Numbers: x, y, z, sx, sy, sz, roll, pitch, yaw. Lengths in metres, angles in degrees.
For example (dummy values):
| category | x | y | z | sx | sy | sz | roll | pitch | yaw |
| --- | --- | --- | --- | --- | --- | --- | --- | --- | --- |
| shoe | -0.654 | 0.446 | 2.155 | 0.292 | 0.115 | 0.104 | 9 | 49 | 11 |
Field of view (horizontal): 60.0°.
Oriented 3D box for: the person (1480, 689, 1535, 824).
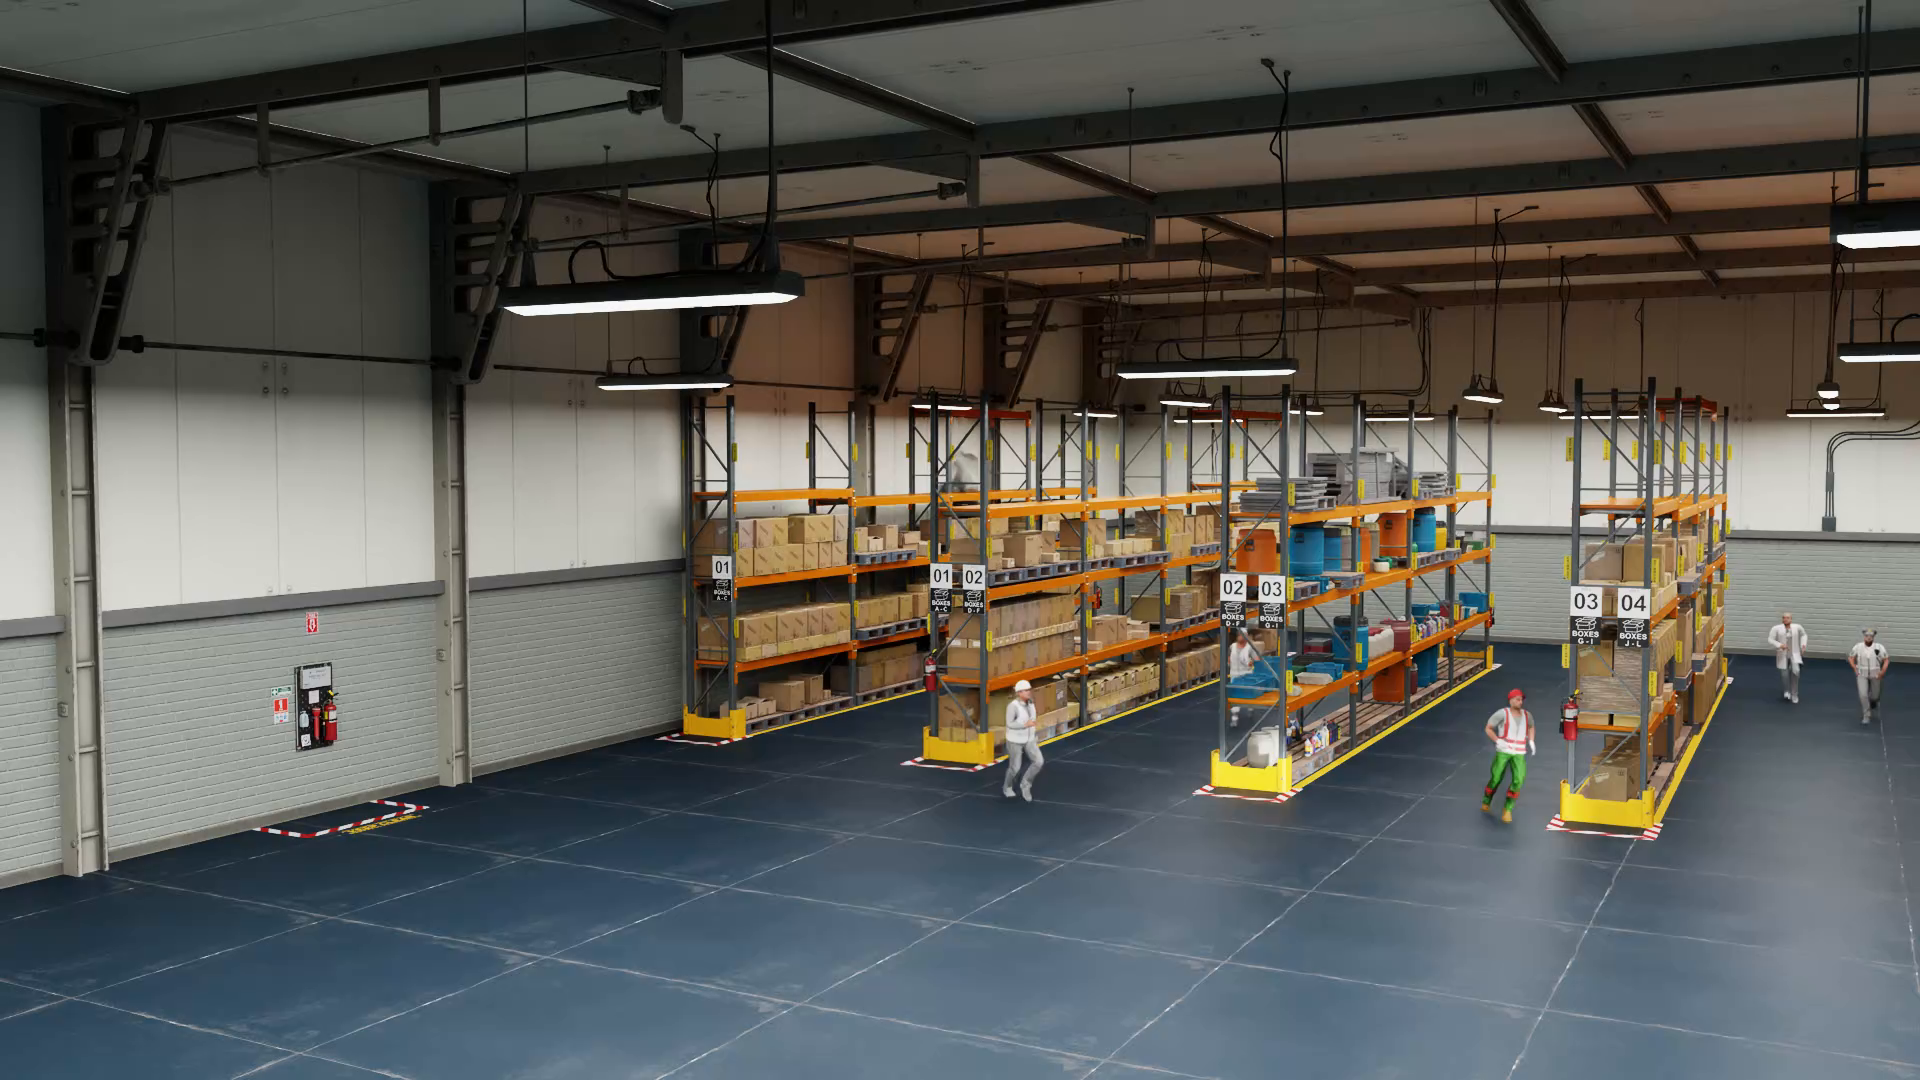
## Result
| category | x | y | z | sx | sy | sz | roll | pitch | yaw |
| --- | --- | --- | --- | --- | --- | --- | --- | --- | --- |
| person | 7.533 | 2.929 | 22.732 | 0.717 | 1.802 | 0.706 | 0 | 3 | 2 |

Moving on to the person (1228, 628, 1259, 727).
| category | x | y | z | sx | sy | sz | roll | pitch | yaw |
| --- | --- | --- | --- | --- | --- | --- | --- | --- | --- |
| person | 5.144 | 2.498 | 30.417 | 0.665 | 1.768 | 0.981 | 1 | 3 | 24 |

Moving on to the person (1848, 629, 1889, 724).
| category | x | y | z | sx | sy | sz | roll | pitch | yaw |
| --- | --- | --- | --- | --- | --- | --- | --- | --- | --- |
| person | 16.945 | 2.525 | 31.024 | 0.666 | 1.763 | 0.816 | 1 | 3 | 25 |

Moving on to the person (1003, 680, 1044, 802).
| category | x | y | z | sx | sy | sz | roll | pitch | yaw |
| --- | --- | --- | --- | --- | --- | --- | --- | --- | --- |
| person | 0.889 | 2.864 | 23.755 | 0.683 | 1.756 | 0.803 | -3 | 4 | -40 |

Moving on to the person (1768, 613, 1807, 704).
| category | x | y | z | sx | sy | sz | roll | pitch | yaw |
| --- | --- | --- | --- | --- | --- | --- | --- | --- | --- |
| person | 16.685 | 2.414 | 33.557 | 0.719 | 1.751 | 0.776 | 1 | 3 | 22 |
